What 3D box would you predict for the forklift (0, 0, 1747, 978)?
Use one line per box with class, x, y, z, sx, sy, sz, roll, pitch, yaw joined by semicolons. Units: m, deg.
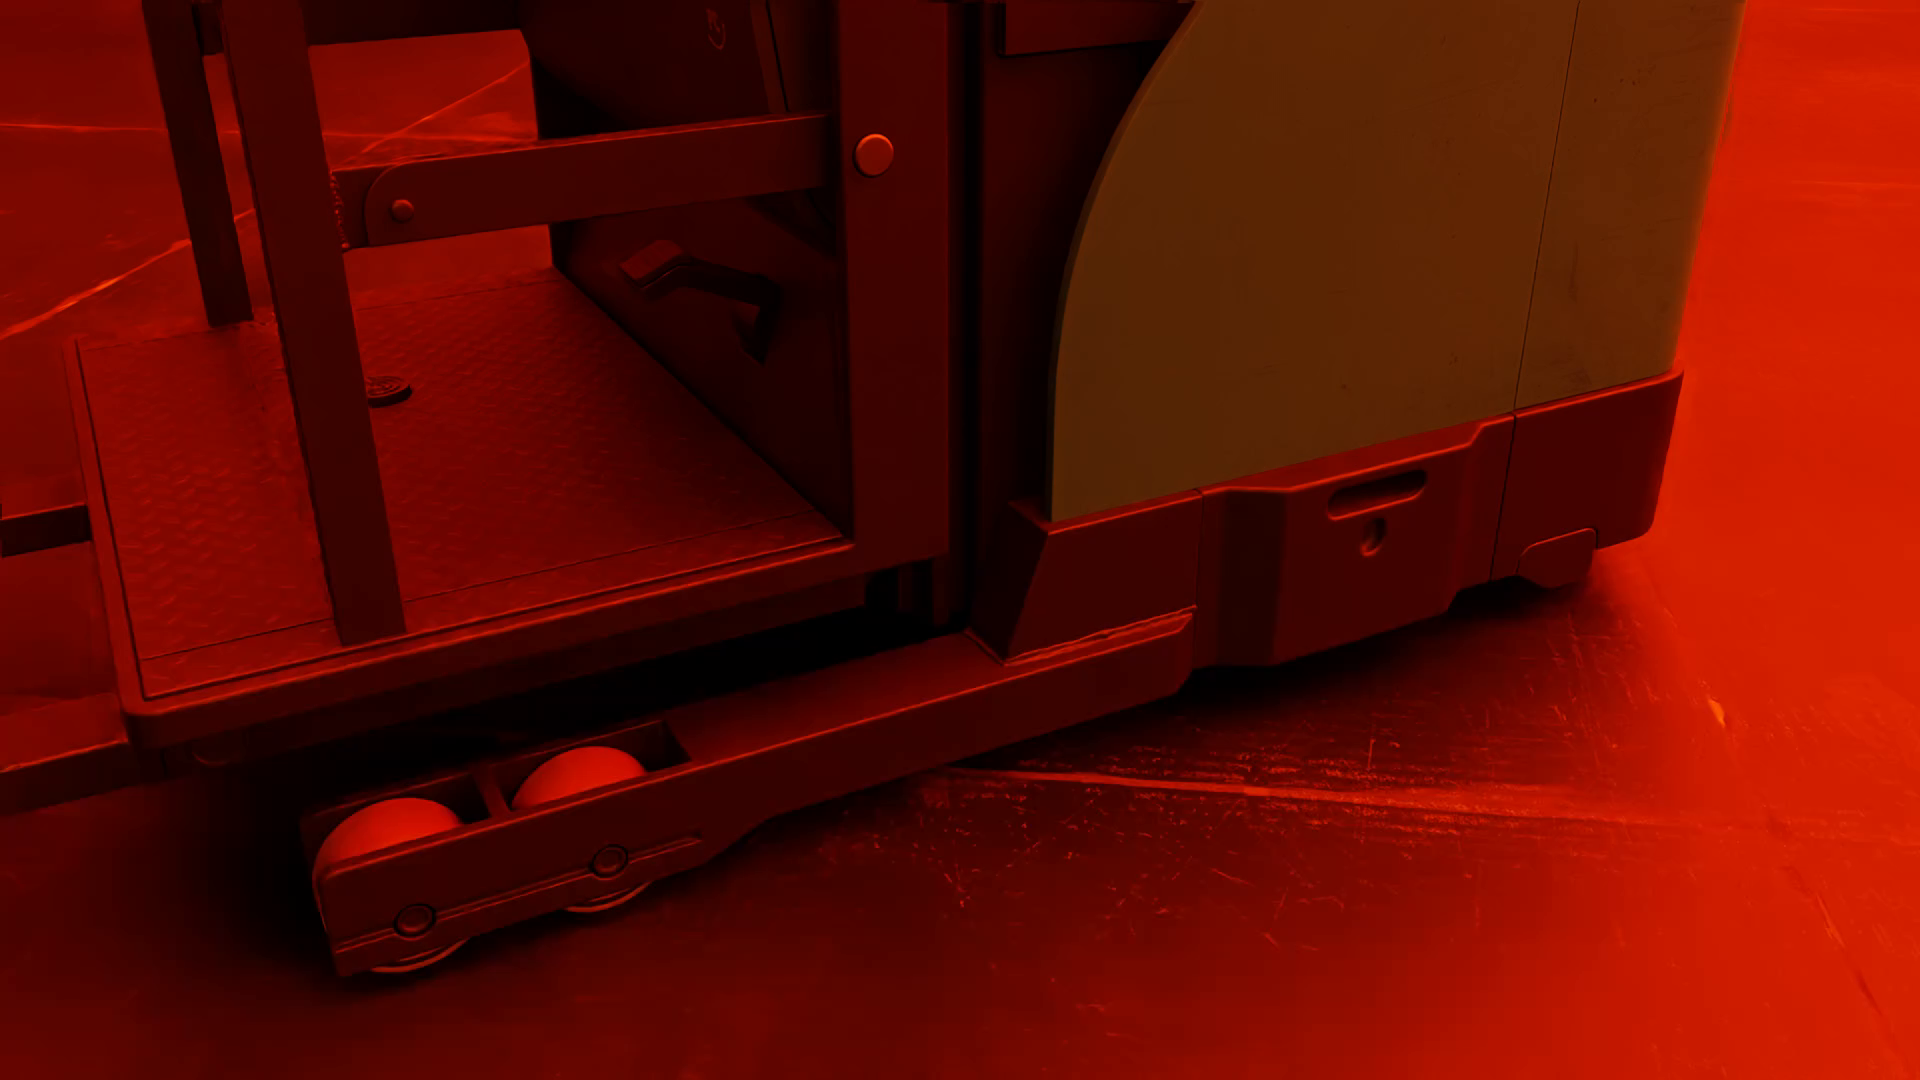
forklift;-0.541;-1.155;1.532;3.031;2.935;1.130;-14;30;-25
